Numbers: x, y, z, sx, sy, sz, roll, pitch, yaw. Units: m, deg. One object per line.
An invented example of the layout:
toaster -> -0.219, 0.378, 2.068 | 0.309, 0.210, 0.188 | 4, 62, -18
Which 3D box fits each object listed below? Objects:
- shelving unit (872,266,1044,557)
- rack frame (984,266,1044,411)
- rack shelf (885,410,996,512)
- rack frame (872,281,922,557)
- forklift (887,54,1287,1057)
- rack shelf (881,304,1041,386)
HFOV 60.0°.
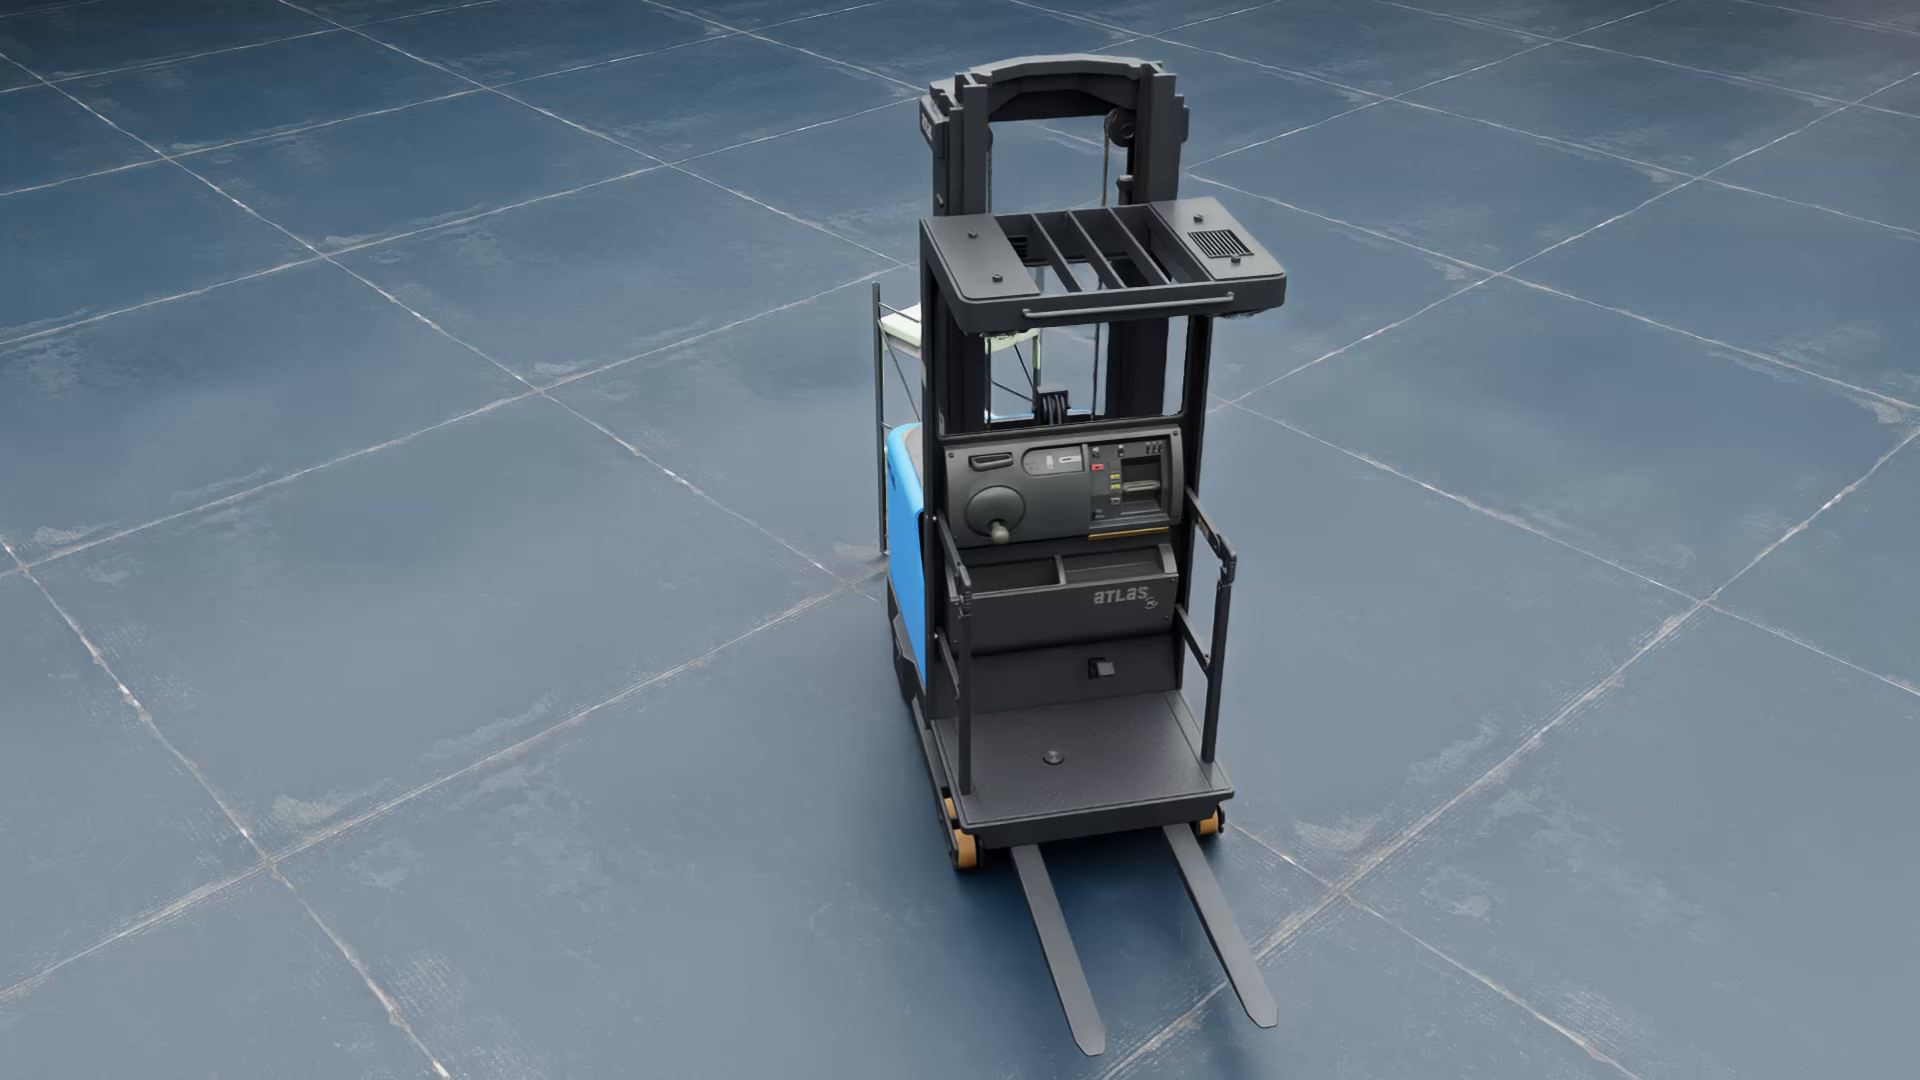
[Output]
shelving unit -> -0.005, -0.637, 8.355 | 0.755, 1.500, 0.431 | -26, 40, -35
rack frame -> 0.264, -0.767, 8.567 | 0.023, 1.500, 0.400 | -26, 40, -35
rack shelf -> -0.005, -0.359, 8.525 | 0.720, 0.370, 0.431 | -26, 40, -35
rack frame -> -0.273, -0.508, 8.143 | 0.023, 1.500, 0.400 | -26, 40, -35
forklift -> 0.449, -0.155, 6.194 | 1.130, 2.935, 3.031 | -6, 32, -10
rack shelf -> -0.005, -0.970, 8.151 | 0.720, 0.370, 0.431 | -26, 40, -35
